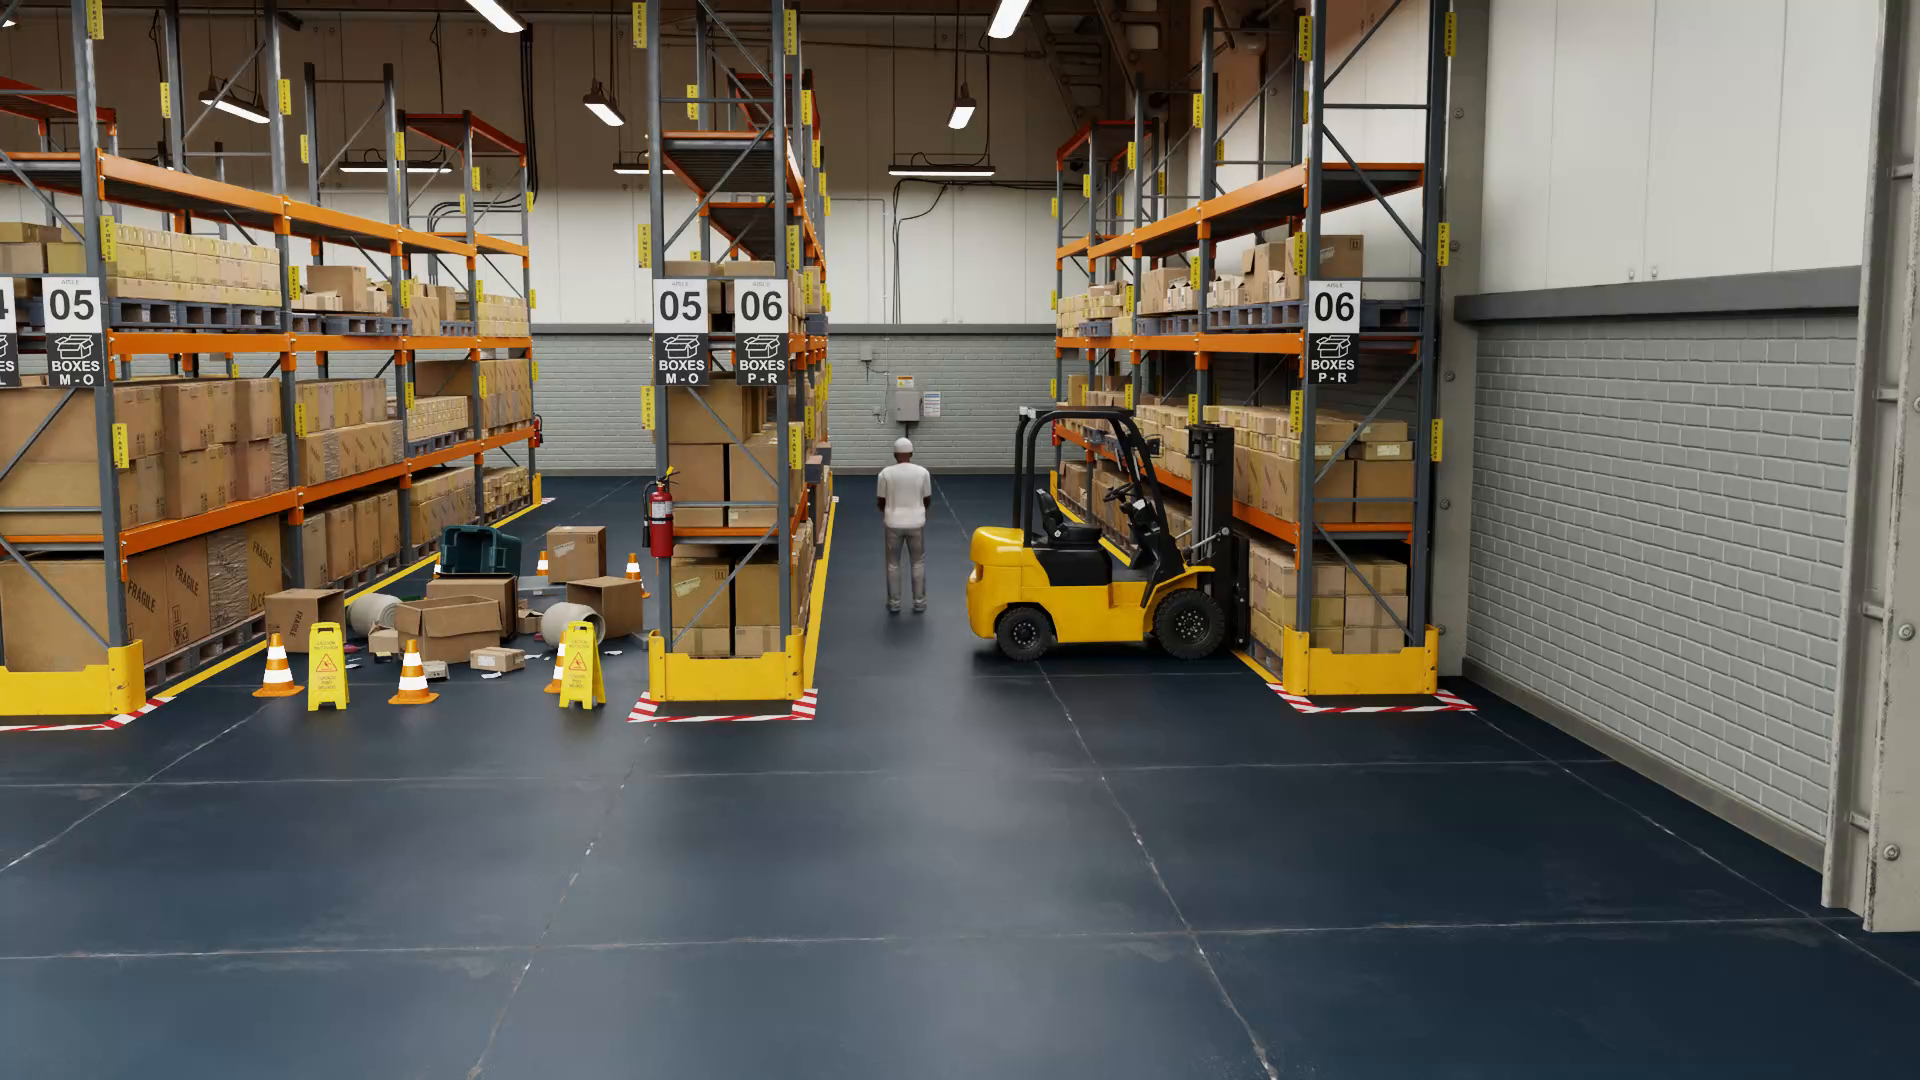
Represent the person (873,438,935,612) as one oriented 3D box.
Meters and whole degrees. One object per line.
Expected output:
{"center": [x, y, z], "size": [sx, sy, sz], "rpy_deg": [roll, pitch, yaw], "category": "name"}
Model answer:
{"center": [-0.574, -0.157, 16.983], "size": [0.637, 1.761, 0.460], "rpy_deg": [-1, 7, -7], "category": "person"}
